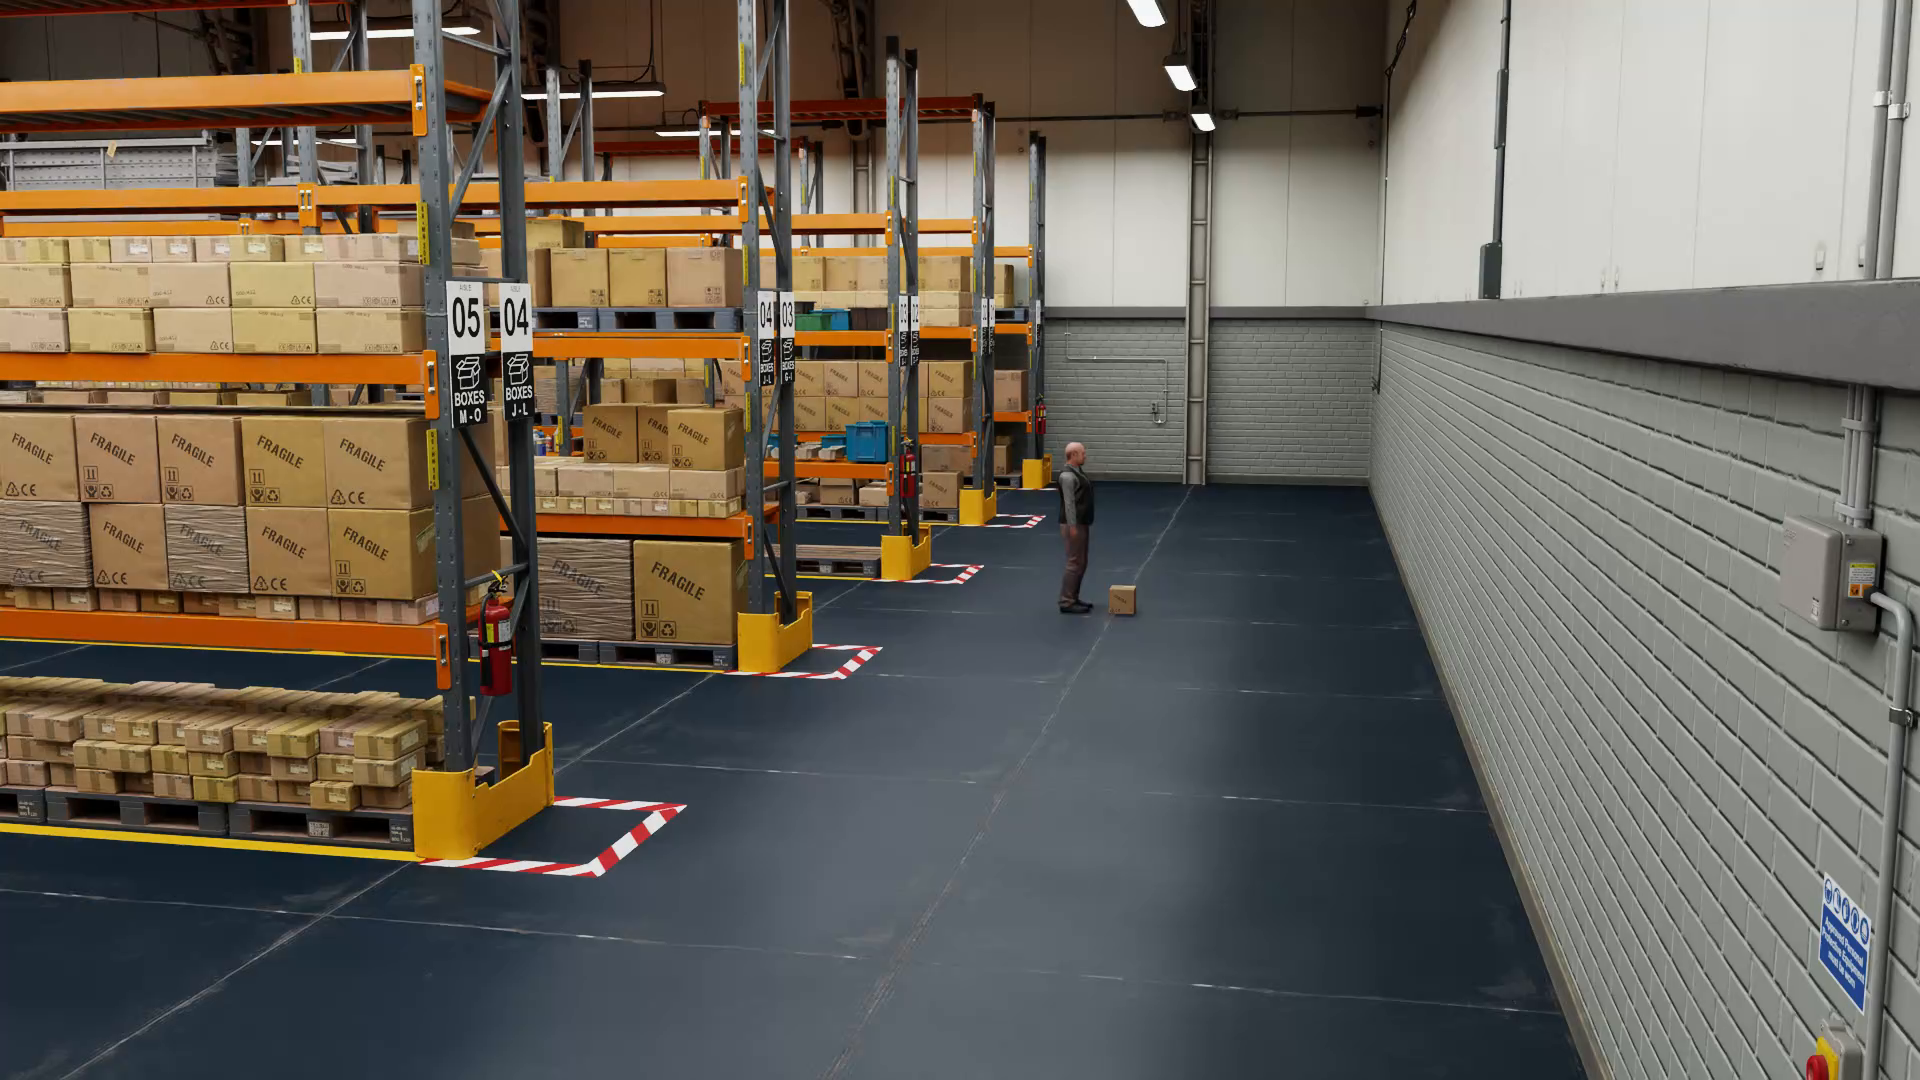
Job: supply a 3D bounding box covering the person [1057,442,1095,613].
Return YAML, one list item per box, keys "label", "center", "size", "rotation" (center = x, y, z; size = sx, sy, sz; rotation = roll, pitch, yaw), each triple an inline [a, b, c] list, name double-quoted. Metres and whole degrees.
- label: "person"
  center: [1.182, -0.136, 16.907]
  size: [0.360, 1.716, 0.532]
  rotation: [2, 8, 12]
